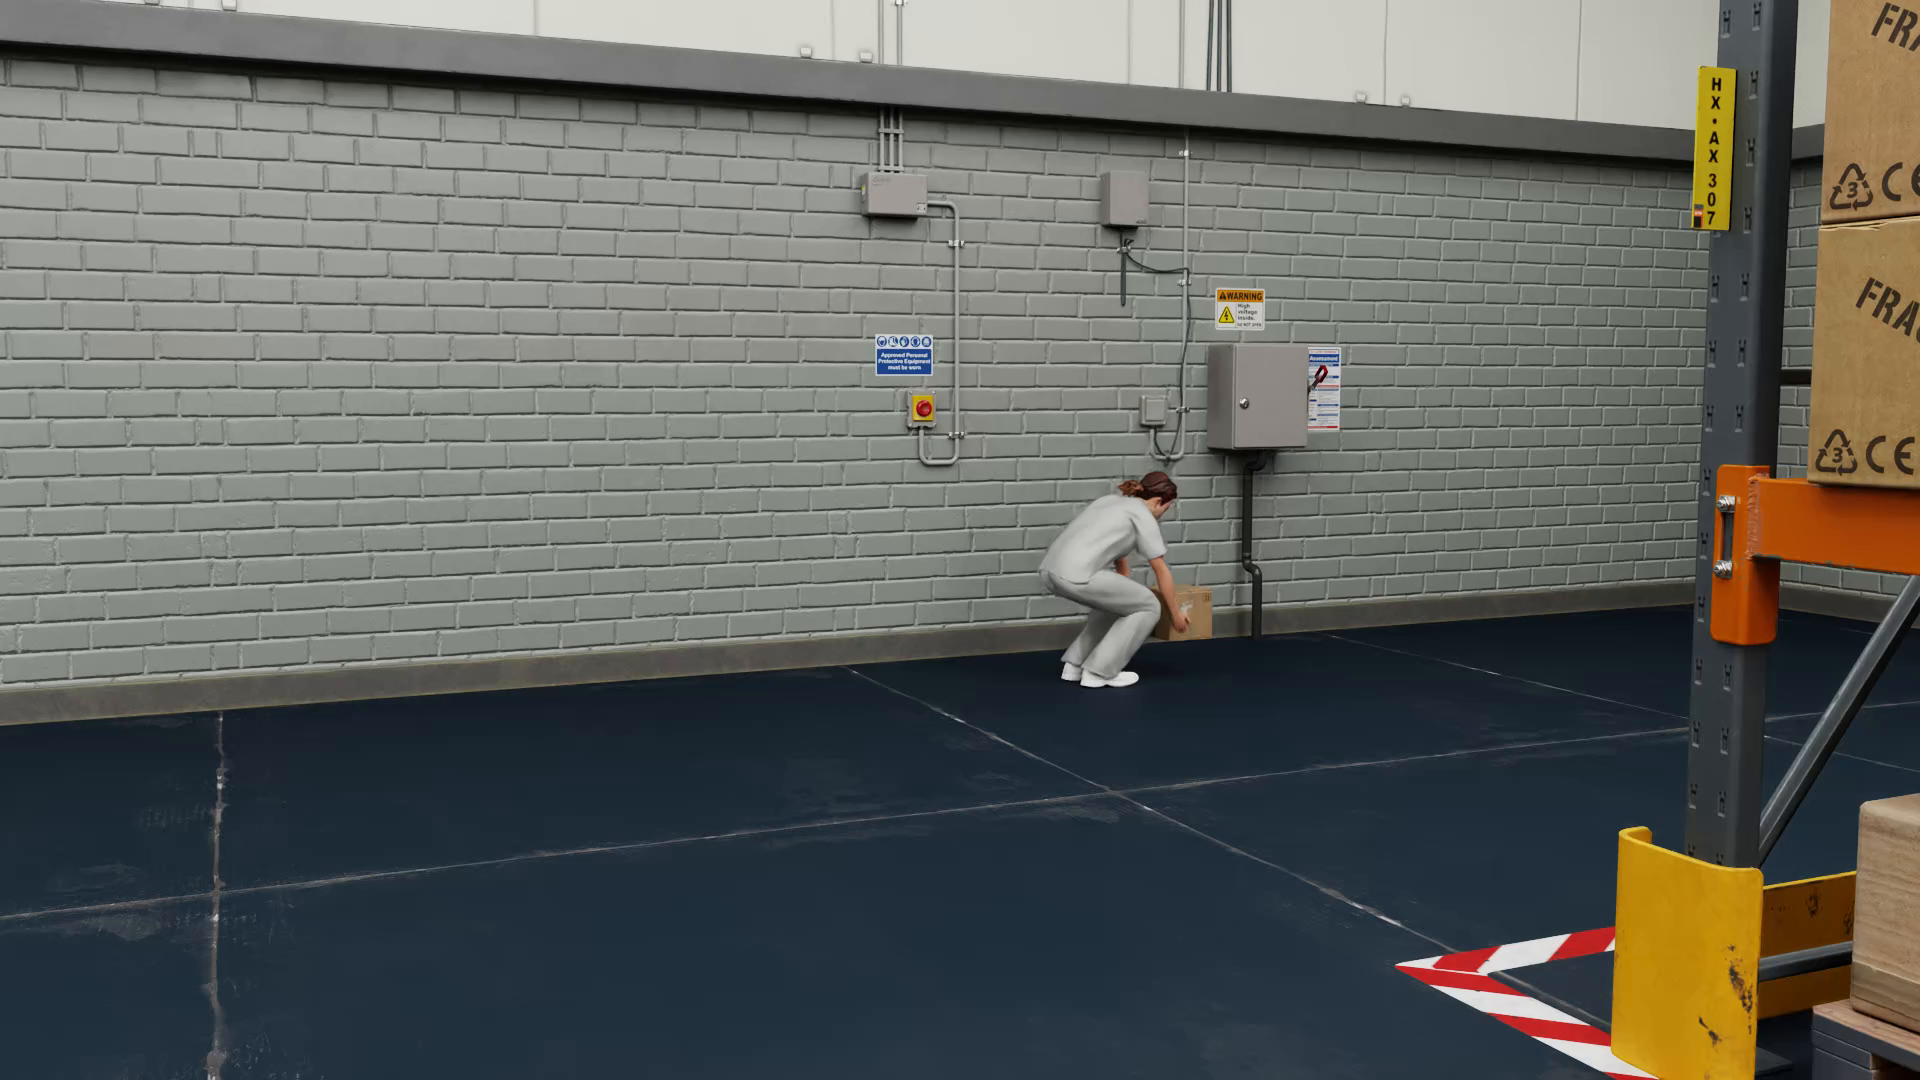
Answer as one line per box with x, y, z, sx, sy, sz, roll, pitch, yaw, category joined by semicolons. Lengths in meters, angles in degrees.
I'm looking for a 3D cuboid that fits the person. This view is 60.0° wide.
0.757;0.186;8.327;0.761;1.048;0.491;-2;6;-24;person
